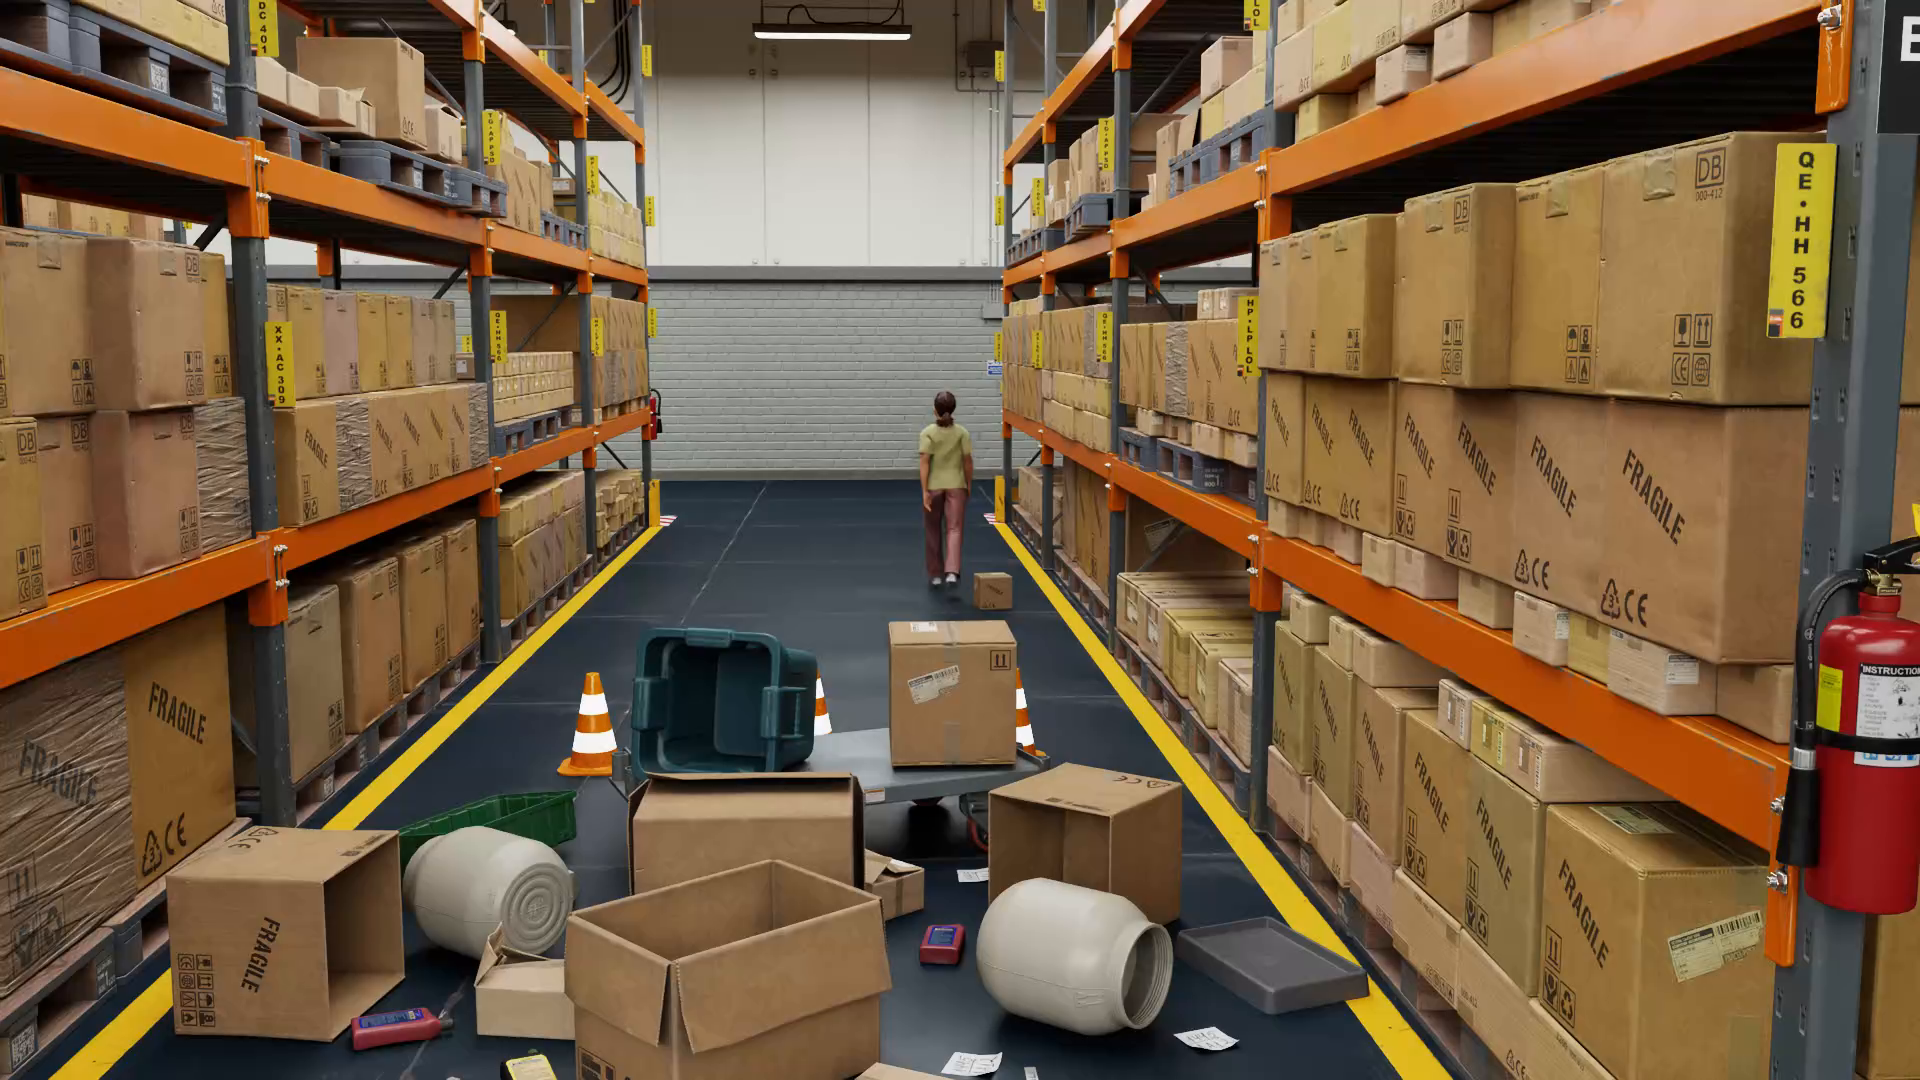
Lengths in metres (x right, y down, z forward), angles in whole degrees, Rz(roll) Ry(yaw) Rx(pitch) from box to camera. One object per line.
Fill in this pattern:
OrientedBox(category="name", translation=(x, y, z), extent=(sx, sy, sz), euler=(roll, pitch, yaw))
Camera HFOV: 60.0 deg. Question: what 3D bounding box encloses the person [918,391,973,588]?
OrientedBox(category="person", translation=(-0.114, -0.397, 13.614), extent=(0.446, 1.602, 1.003), euler=(0, 7, -1))
